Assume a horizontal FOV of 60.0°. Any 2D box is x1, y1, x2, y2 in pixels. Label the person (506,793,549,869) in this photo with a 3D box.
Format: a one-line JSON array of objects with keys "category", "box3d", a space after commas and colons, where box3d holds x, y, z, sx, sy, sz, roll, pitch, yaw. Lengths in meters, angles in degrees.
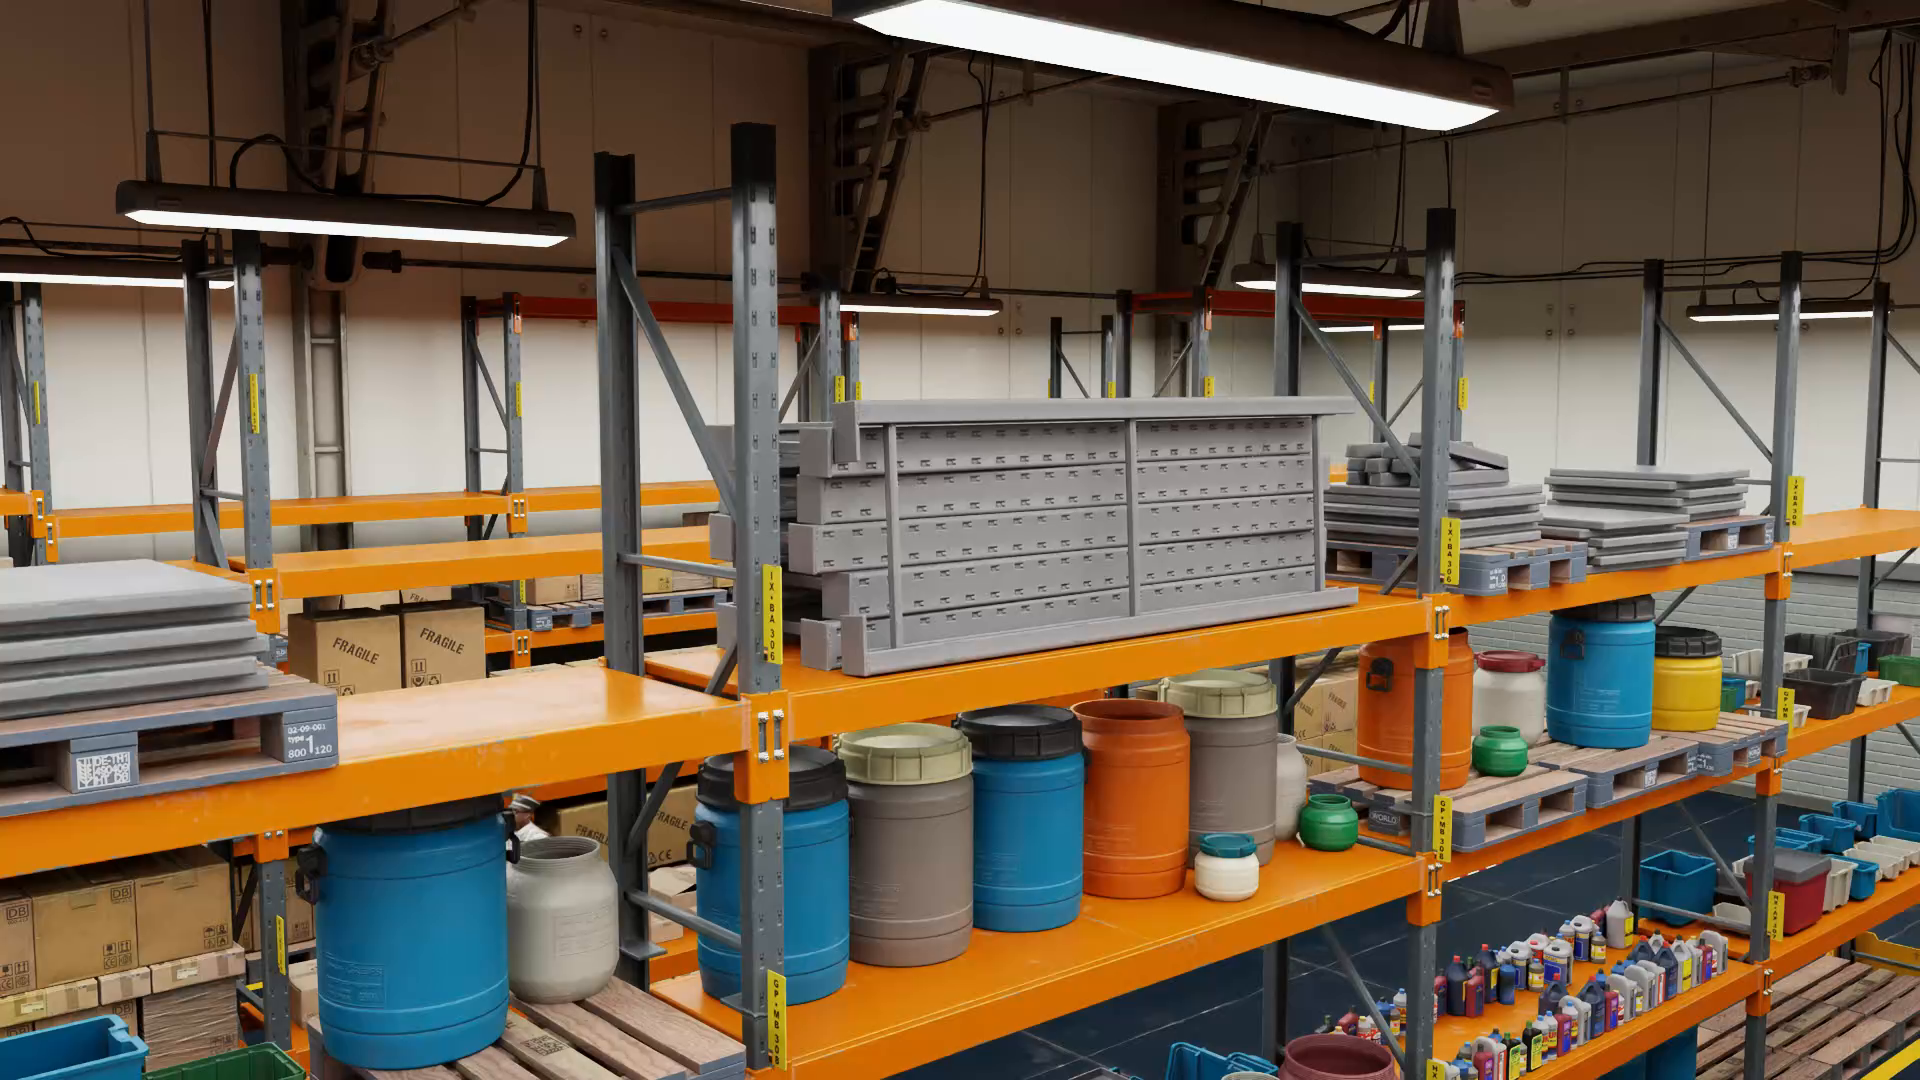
[{"category": "person", "box3d": [-3.678, 2.982, 14.034, 0.677, 1.736, 0.734, 5, 7, 41]}]
